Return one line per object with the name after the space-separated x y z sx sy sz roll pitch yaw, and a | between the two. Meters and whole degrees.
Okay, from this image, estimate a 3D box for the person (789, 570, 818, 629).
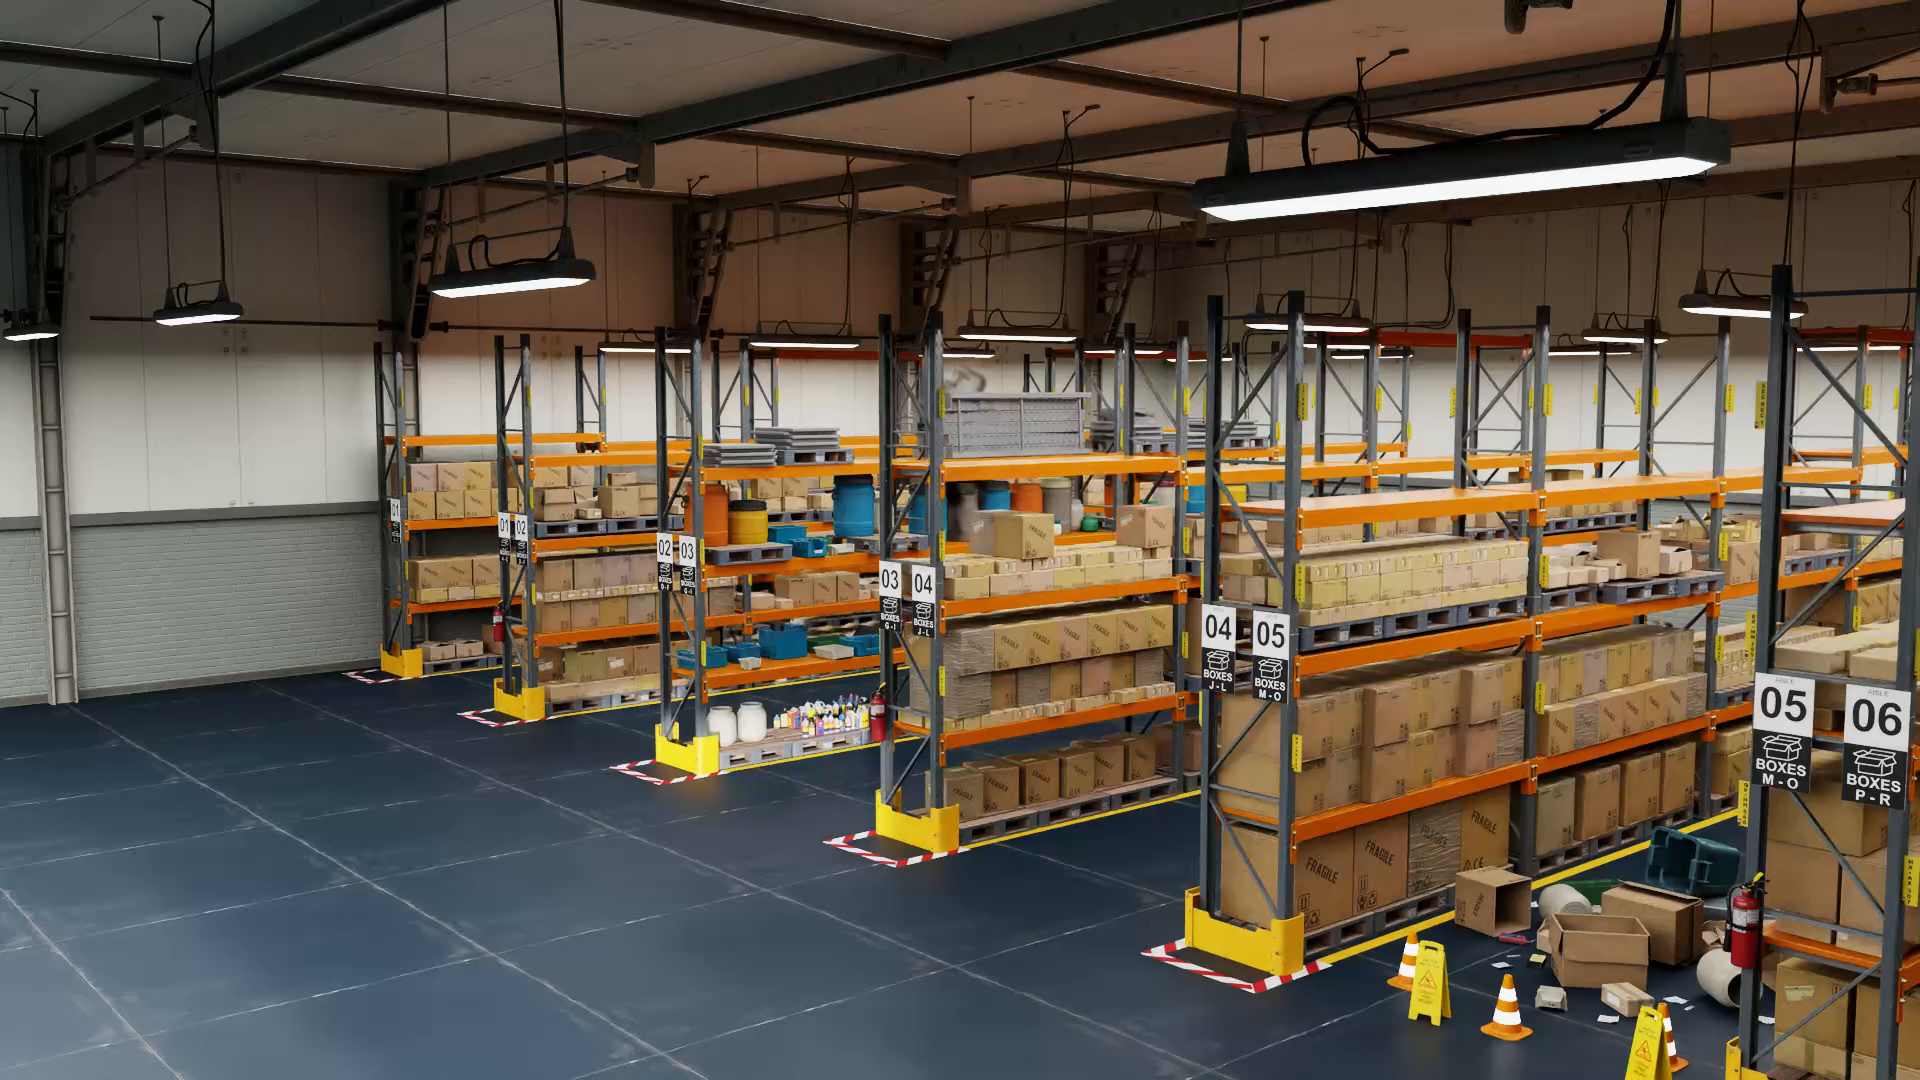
-2.987 1.412 31.947 0.865 1.738 0.712 -4 7 -38 | person

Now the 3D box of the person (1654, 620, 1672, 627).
10.483 2.039 24.877 0.621 1.722 0.866 4 7 40 | person
